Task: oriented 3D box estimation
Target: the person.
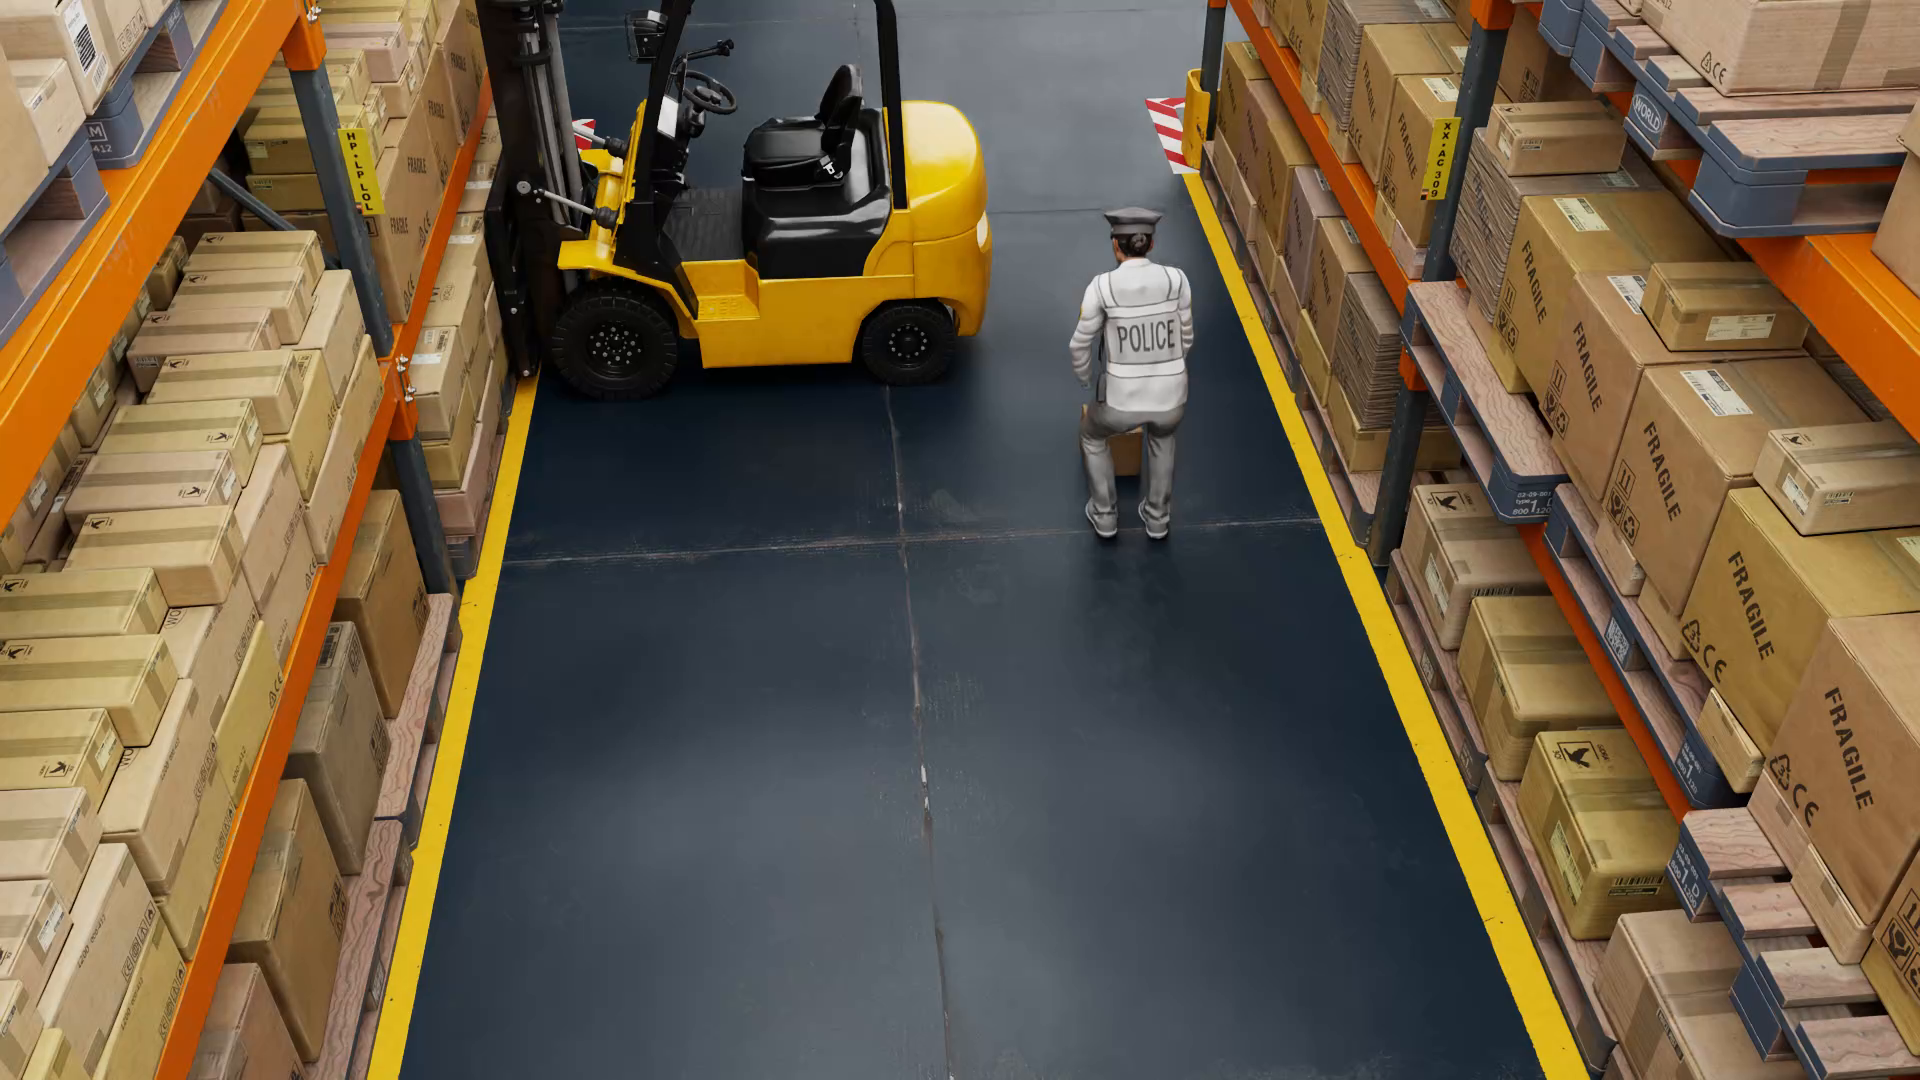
[{"bbox_3d":[0.726,-0.677,7.118,0.529,1.501,0.612,-3,39,-3],"label":"person"}]
